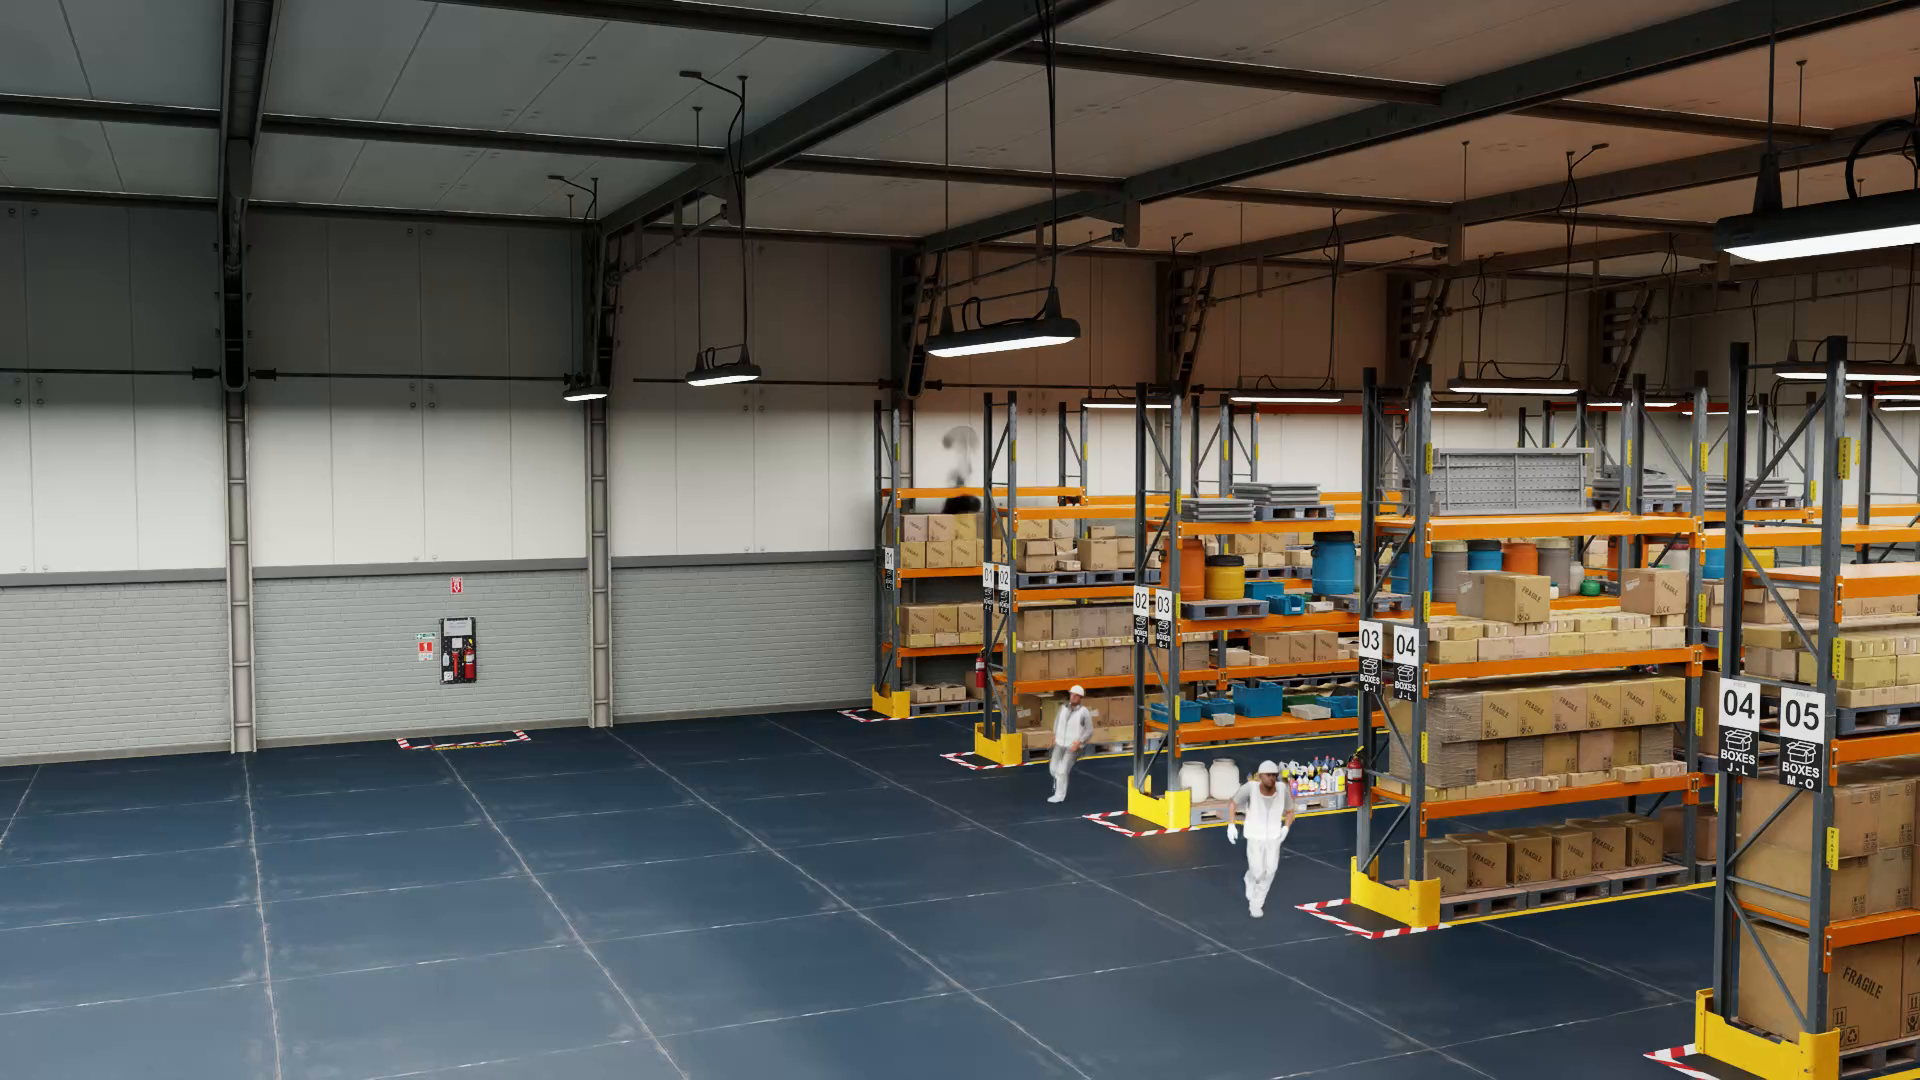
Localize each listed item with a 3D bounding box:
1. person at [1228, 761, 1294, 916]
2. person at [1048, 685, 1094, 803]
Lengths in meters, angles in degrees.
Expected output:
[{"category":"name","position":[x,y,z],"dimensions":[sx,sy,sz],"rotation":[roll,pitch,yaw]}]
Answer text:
[{"category":"person","position":[3.305,3.246,18.189],"dimensions":[0.692,1.714,0.624],"rotation":[0,3,-8]},{"category":"person","position":[1.584,2.928,23.846],"dimensions":[0.683,1.699,0.533],"rotation":[2,4,32]}]
